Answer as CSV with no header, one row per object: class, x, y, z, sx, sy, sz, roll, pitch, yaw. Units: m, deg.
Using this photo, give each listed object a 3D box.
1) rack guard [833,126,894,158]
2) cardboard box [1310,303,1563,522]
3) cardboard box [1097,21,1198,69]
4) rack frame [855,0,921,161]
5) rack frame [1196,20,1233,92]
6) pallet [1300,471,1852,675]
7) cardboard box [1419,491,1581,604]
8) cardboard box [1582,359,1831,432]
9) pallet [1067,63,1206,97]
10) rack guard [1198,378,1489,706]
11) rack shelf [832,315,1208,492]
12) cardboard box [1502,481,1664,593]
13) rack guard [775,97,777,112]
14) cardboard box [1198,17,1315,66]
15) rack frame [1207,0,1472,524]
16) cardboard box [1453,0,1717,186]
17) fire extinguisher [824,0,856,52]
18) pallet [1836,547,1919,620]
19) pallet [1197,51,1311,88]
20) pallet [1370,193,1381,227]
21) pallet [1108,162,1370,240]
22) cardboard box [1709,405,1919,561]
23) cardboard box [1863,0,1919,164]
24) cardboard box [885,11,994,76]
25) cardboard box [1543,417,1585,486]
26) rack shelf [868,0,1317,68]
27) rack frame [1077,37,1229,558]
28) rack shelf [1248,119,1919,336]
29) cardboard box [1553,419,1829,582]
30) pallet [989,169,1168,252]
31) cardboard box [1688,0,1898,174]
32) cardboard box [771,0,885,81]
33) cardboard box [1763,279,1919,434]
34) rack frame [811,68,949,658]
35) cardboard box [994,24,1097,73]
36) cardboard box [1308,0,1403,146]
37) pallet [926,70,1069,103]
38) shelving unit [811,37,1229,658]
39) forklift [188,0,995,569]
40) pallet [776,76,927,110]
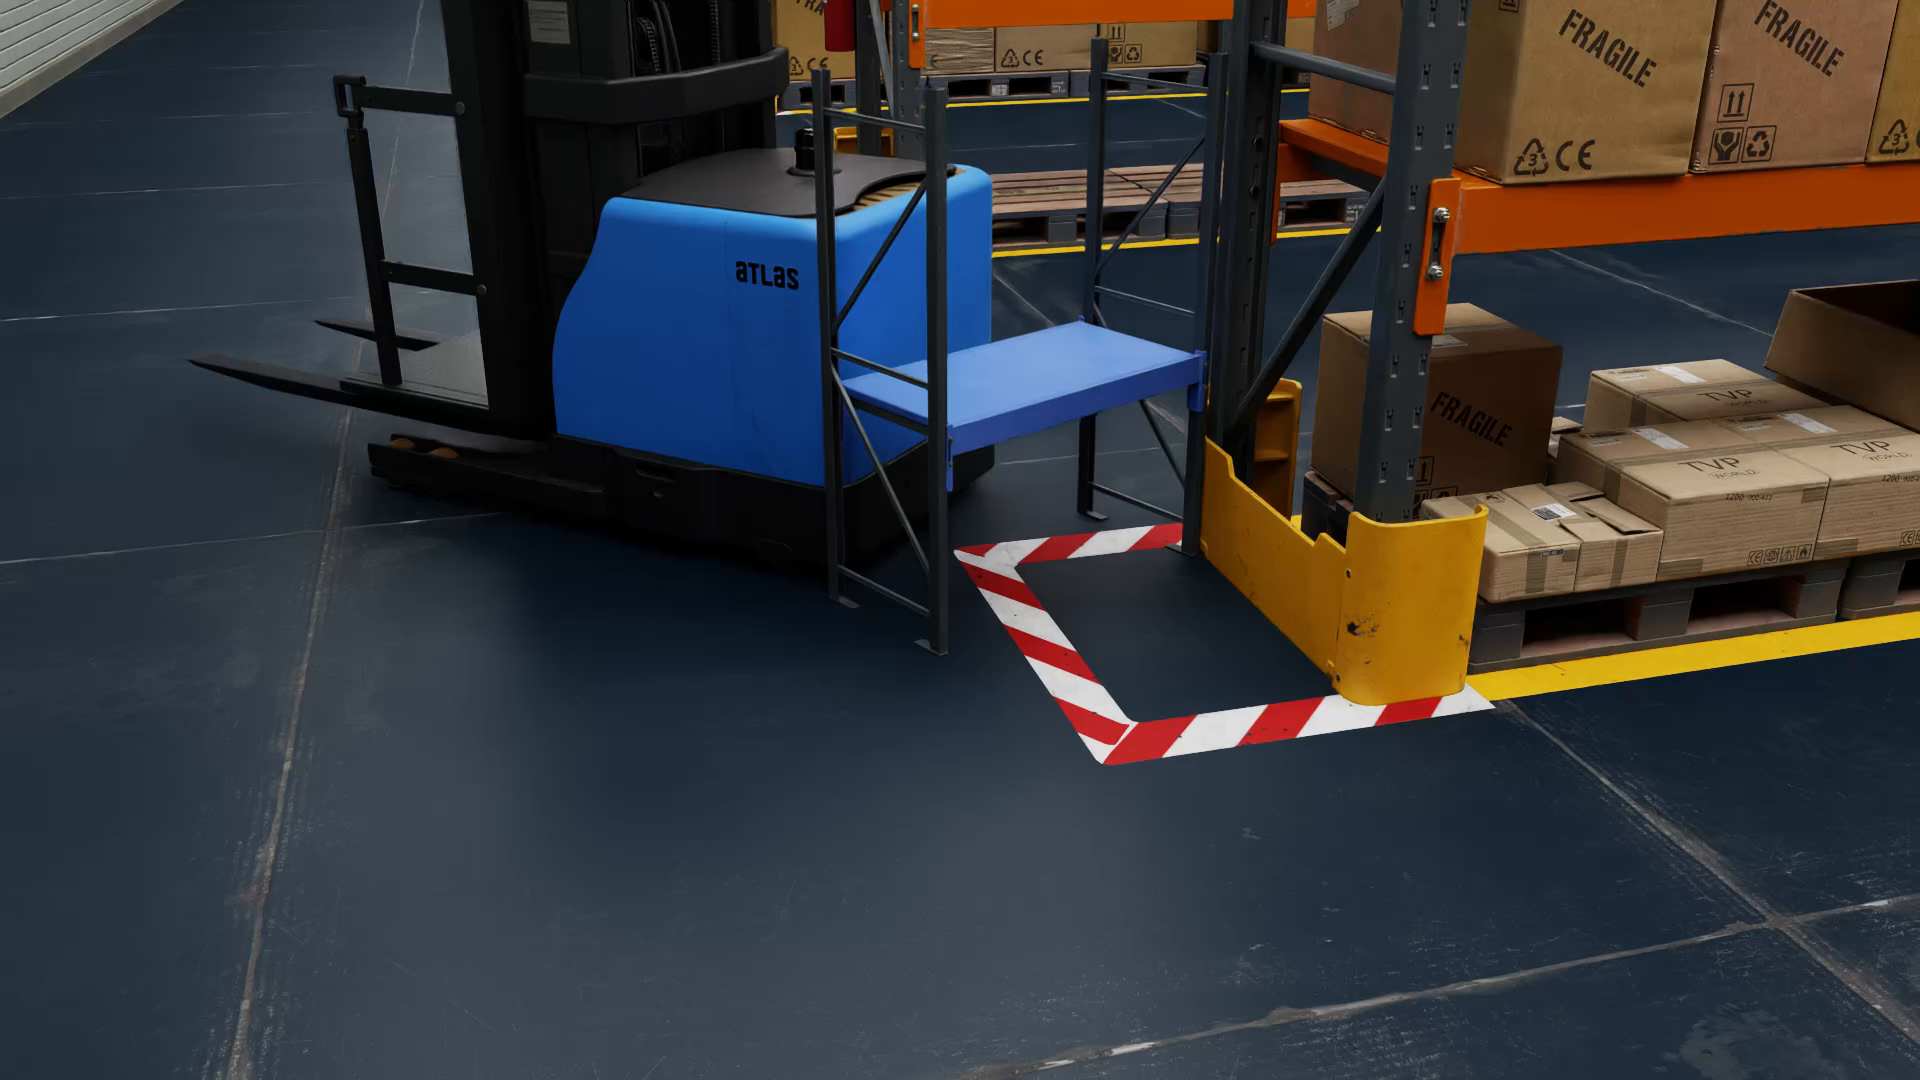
rack guard,-0.411,-1.904,9.053,0.348,0.500,1.175,-6,24,-14
cardboard box,1.400,-0.384,4.953,0.500,0.500,0.500,-6,24,-14
cardboard box,1.465,-4.543,14.196,0.875,0.875,0.875,-6,24,-14
rack frame,-0.391,-3.060,8.578,0.127,3.000,1.000,-6,24,-14
rack frame,2.122,-5.367,13.953,0.127,3.000,1.000,-6,24,-14
pallet,1.784,0.009,4.961,1.213,0.211,1.003,-6,24,-14
cardboard box,1.439,0.015,4.469,0.250,0.149,0.380,-6,24,-14
cardboard box,2.323,-0.359,5.212,0.500,0.250,0.500,-6,24,-14
pallet,1.369,-4.034,14.383,1.213,0.211,1.003,-6,24,-14
rack guard,1.016,-0.038,4.706,0.348,0.500,1.175,-6,24,-14
rack shelf,0.176,-0.414,4.769,1.000,0.185,0.538,-19,30,-37
cardboard box,1.680,-0.020,4.528,0.250,0.166,0.380,-6,24,-14
rack guard,-1.752,-3.789,13.447,0.348,0.500,1.175,-6,24,-14
cardboard box,2.733,-4.659,14.466,0.875,0.875,1.225,-6,24,-14
rack frame,0.943,-1.179,4.194,0.127,3.000,1.000,-6,24,-14
cardboard box,1.442,-1.172,4.051,0.500,0.500,0.500,-6,24,-13
fire extinguisher,-0.659,-3.010,9.031,0.183,0.674,0.296,-6,24,-14
pallet,2.956,-0.119,5.261,1.213,0.211,1.003,-6,24,-14
pallet,2.845,-4.196,14.761,1.213,0.211,1.003,-6,24,-14
pallet,2.763,-2.112,9.904,1.213,0.211,1.003,-6,24,-14
pallet,1.586,-1.980,9.597,1.213,0.211,1.003,-6,24,-14
cardboard box,2.506,-0.174,4.782,0.500,0.250,0.500,-6,24,-14
cardboard box,2.421,-1.282,4.306,0.500,0.500,0.500,-6,24,-15
cardboard box,-0.258,-4.353,13.752,0.875,0.875,0.875,-6,24,-14
cardboard box,1.815,-0.240,5.040,0.250,0.166,0.380,-6,24,-14
rack shelf,1.534,-2.943,9.216,4.000,0.370,1.077,-6,24,-14
rack frame,0.560,-0.711,5.005,0.032,1.500,0.500,-19,30,-37
rack shelf,2.869,-1.062,4.832,4.000,0.370,1.077,-6,24,-14
cardboard box,2.025,-0.121,4.657,0.500,0.250,0.500,-6,24,-14
pallet,0.413,-1.852,9.298,1.213,0.211,1.003,-6,24,-14
cardboard box,1.937,-1.229,4.184,0.500,0.500,0.500,-7,24,-15
cardboard box,-1.134,-4.256,13.526,0.875,0.875,0.875,-6,24,-14
cardboard box,2.987,-0.458,5.121,0.637,0.503,0.797,-6,24,-14
rack frame,-0.207,-0.448,4.391,0.032,1.500,0.500,-19,30,-37
cardboard box,0.599,-4.447,13.973,0.875,0.875,0.875,-6,24,-14
cardboard box,1.301,-1.376,4.526,0.500,0.500,0.500,-6,24,-13
pallet,0.192,-3.902,14.077,1.213,0.211,1.003,-6,24,-14
shelving unit,0.176,-0.579,4.698,1.048,1.500,0.538,-19,30,-37
forklift,-1.426,-1.658,5.398,3.031,2.935,1.130,12,26,26
pallet,-0.980,-3.774,13.778,1.213,0.211,1.003,-6,24,-14
